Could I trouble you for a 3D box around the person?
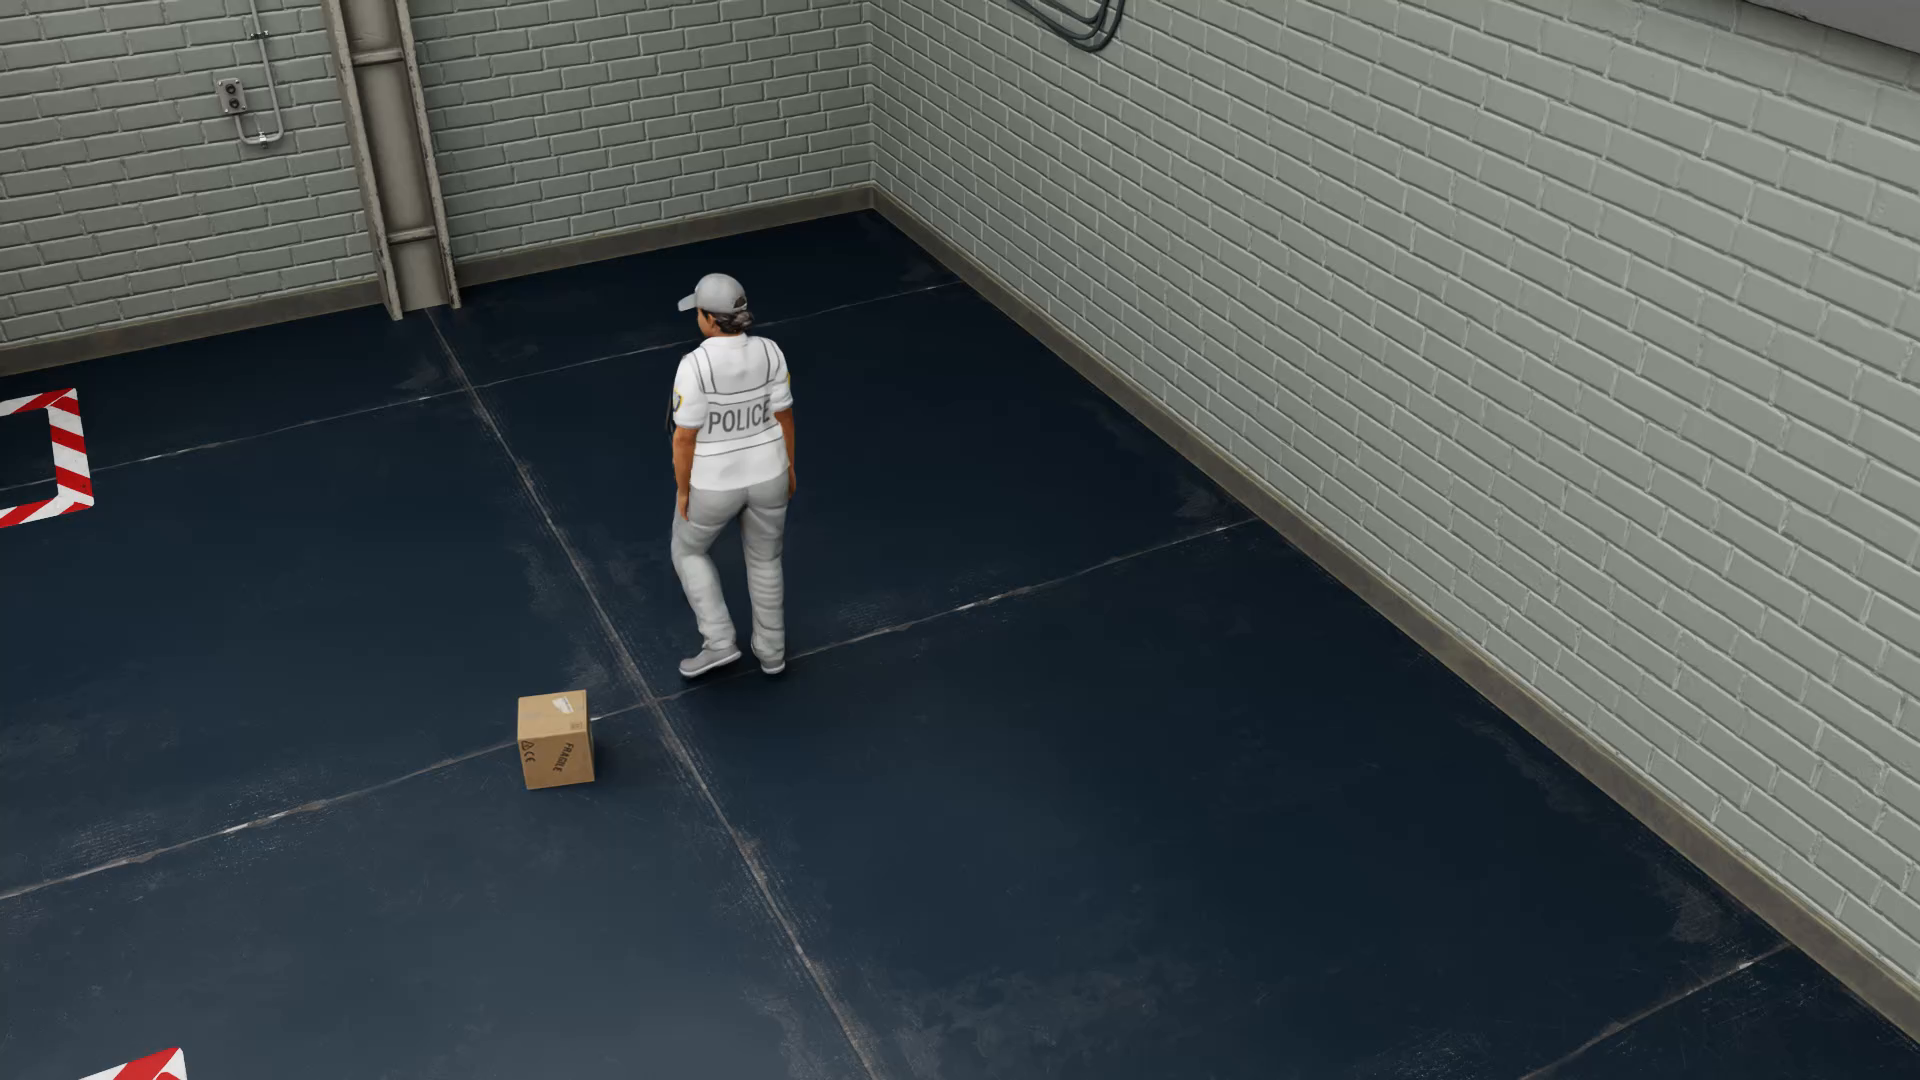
[{"bbox_3d":[-0.898,-0.227,6.458,0.578,1.653,0.476,-16,37,-23],"label":"person"}]
